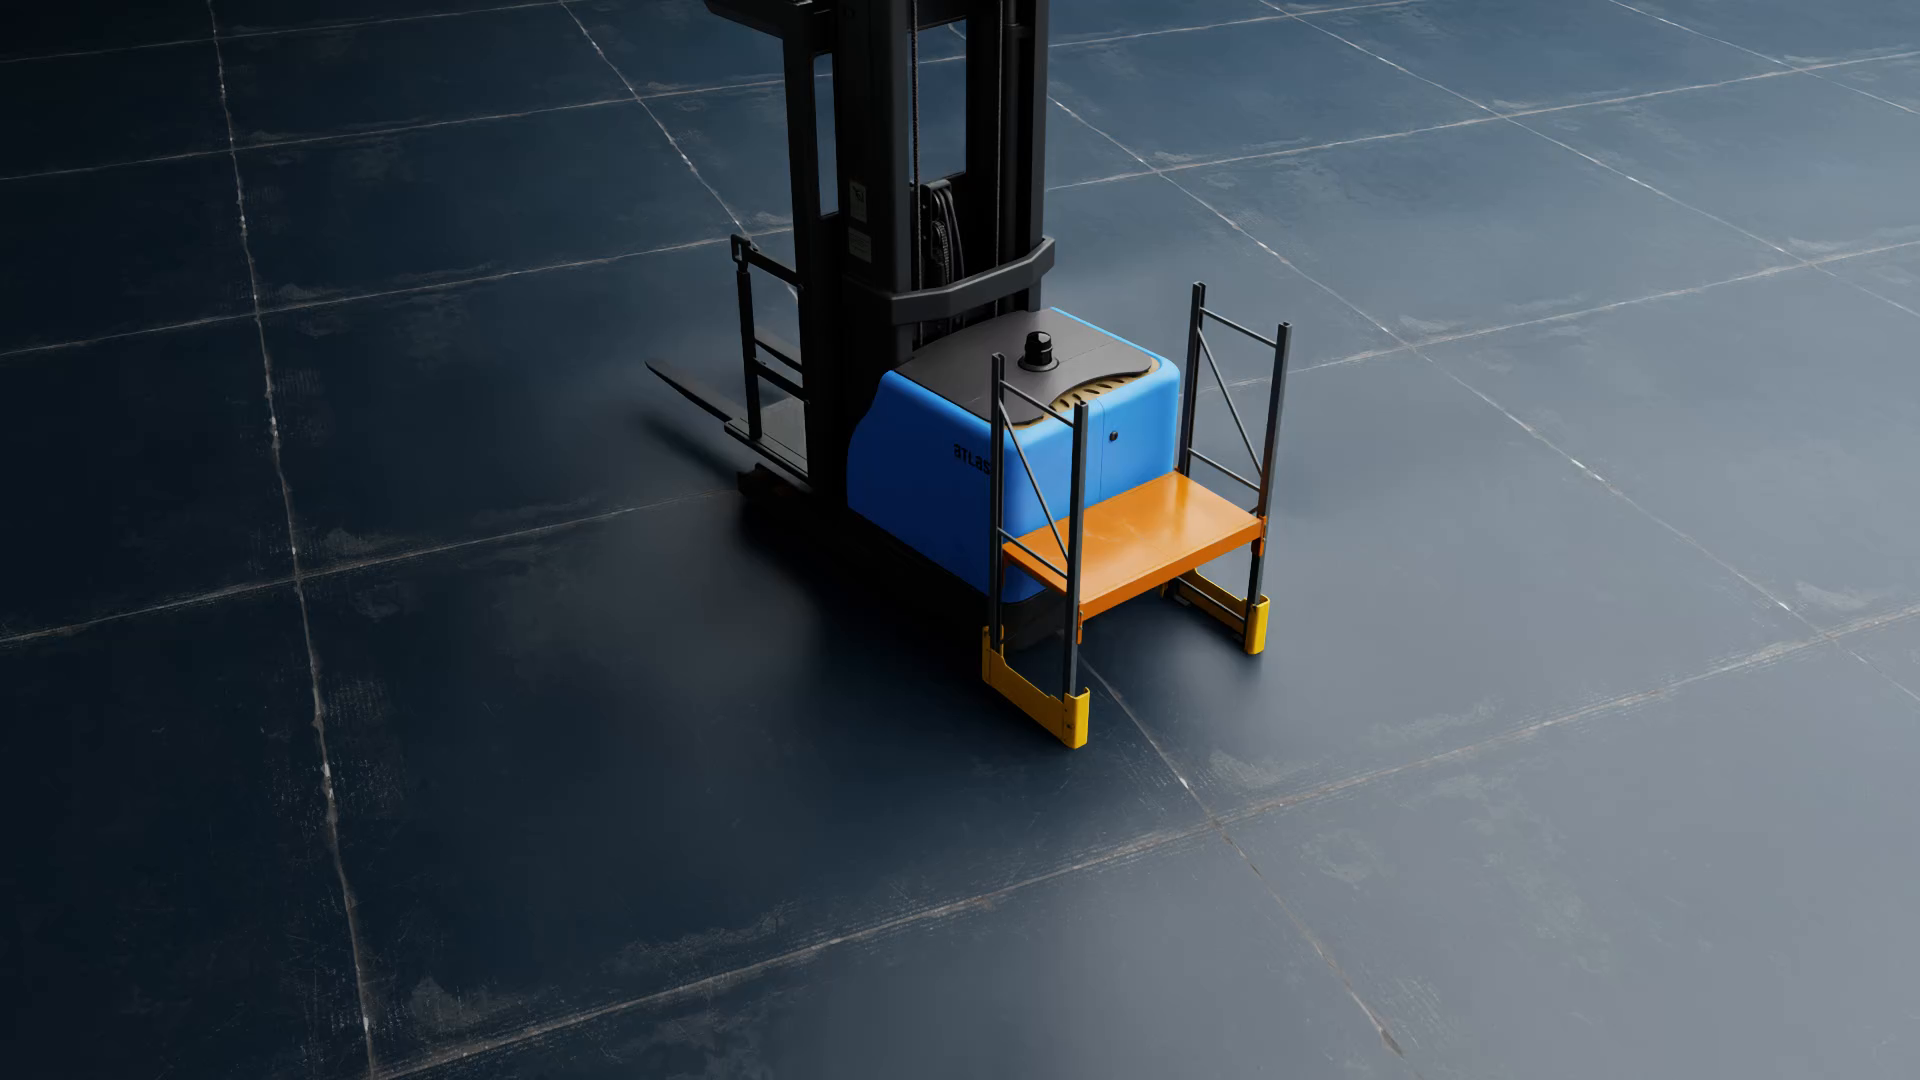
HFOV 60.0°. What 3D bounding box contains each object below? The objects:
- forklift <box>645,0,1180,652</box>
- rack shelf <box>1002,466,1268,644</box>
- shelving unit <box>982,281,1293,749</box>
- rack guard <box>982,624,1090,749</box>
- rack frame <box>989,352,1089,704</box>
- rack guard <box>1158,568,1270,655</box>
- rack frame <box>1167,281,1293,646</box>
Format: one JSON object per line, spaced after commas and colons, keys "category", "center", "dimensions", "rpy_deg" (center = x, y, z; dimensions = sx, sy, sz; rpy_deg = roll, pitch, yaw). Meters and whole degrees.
{"category": "forklift", "center": [-0.417, -1.487, 7.347], "dimensions": [1.130, 2.935, 3.031], "rpy_deg": [-26, 41, -34]}
{"category": "rack shelf", "center": [0.682, 0.040, 6.644], "dimensions": [1.000, 0.185, 0.538], "rpy_deg": [-23, 39, -31]}
{"category": "shelving unit", "center": [0.689, -0.114, 6.550], "dimensions": [1.083, 1.500, 0.587], "rpy_deg": [-23, 39, -31]}
{"category": "rack guard", "center": [0.295, 0.576, 6.636], "dimensions": [0.087, 0.250, 0.587], "rpy_deg": [-23, 39, -31]}
{"category": "rack frame", "center": [0.279, 0.058, 6.285], "dimensions": [0.032, 1.500, 0.500], "rpy_deg": [-23, 39, -31]}
{"category": "rack guard", "center": [1.083, 0.244, 7.147], "dimensions": [0.087, 0.250, 0.587], "rpy_deg": [-23, 39, -31]}
{"category": "rack frame", "center": [1.084, -0.281, 6.806], "dimensions": [0.032, 1.500, 0.500], "rpy_deg": [-23, 39, -31]}
